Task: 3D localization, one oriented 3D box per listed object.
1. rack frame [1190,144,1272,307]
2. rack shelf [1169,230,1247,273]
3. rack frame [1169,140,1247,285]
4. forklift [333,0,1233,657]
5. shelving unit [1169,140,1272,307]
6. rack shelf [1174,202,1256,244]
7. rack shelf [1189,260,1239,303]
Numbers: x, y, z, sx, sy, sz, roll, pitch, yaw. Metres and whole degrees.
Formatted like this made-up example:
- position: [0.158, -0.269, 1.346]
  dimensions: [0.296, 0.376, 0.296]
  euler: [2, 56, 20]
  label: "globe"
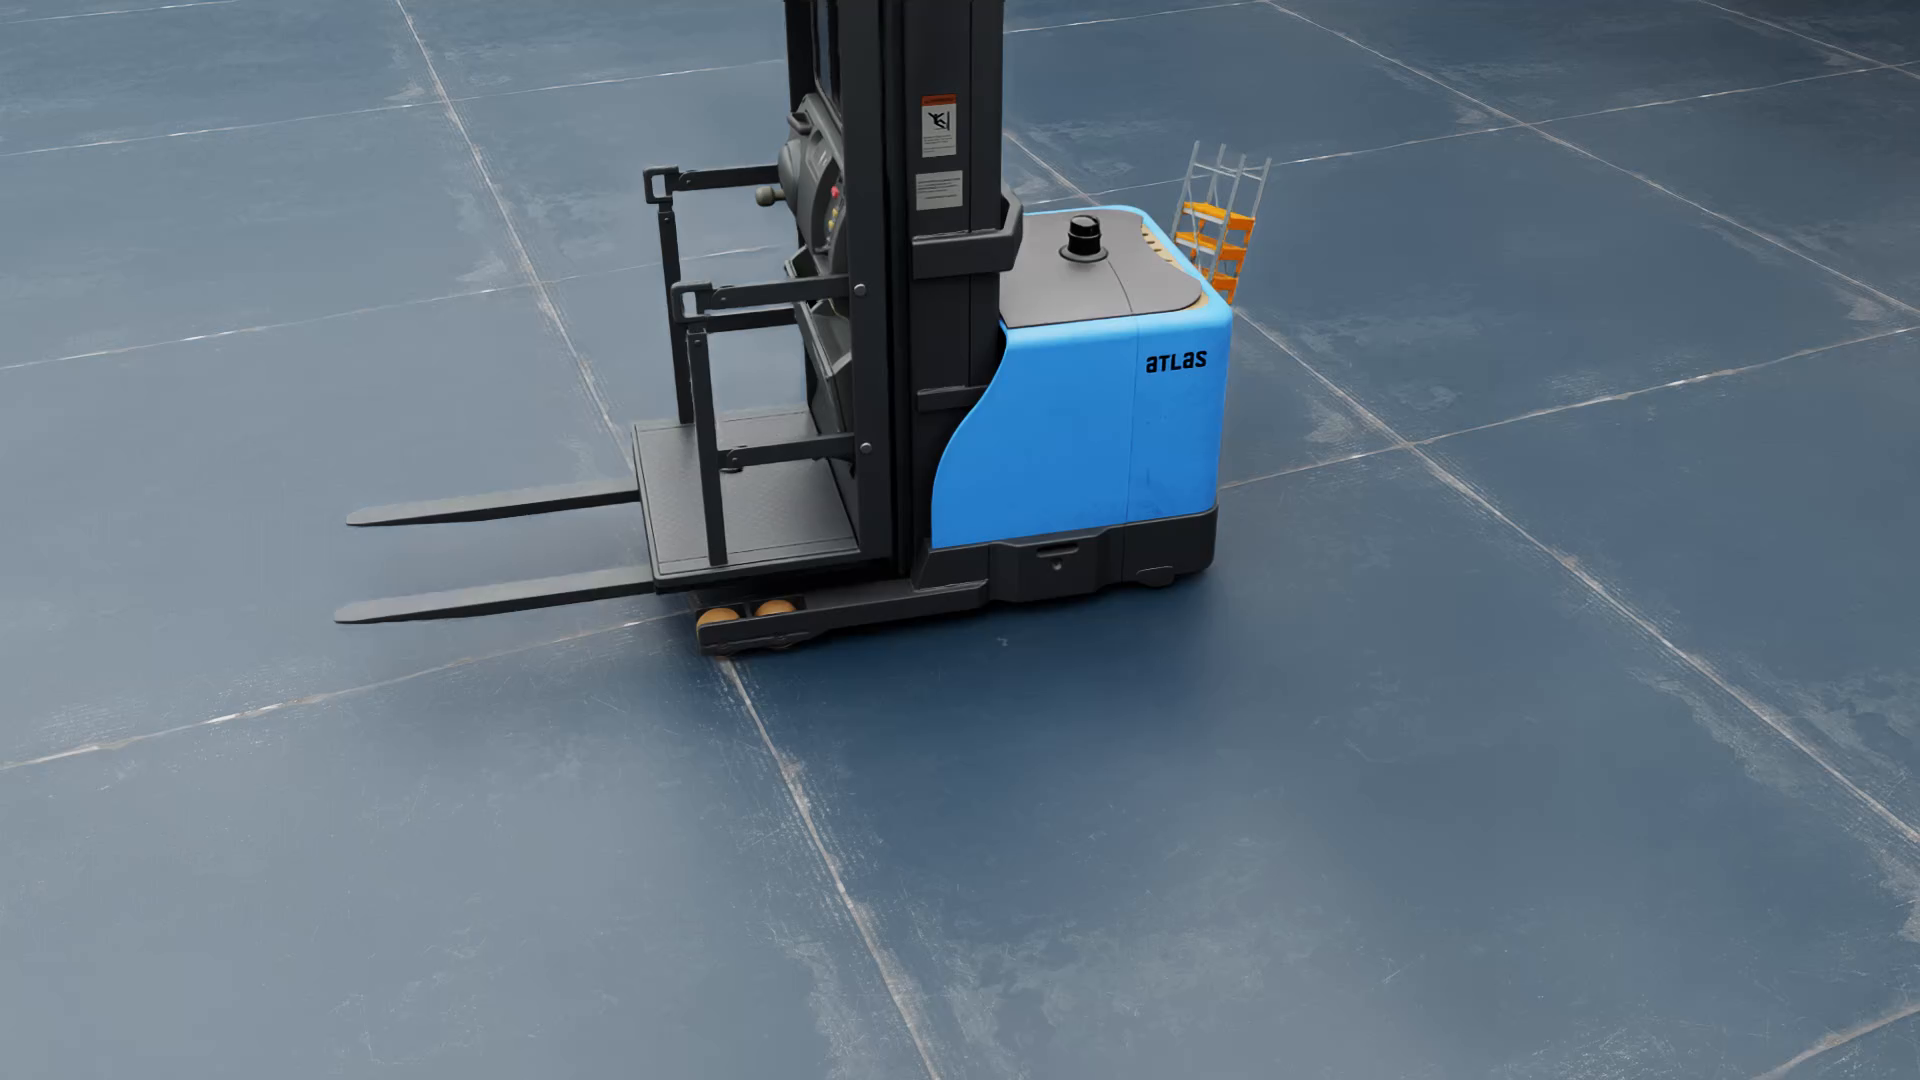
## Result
- position: [0.988, -0.967, 6.688]
  dimensions: [0.240, 1.200, 0.006]
  euler: [28, 24, 36]
  label: "rack frame"
- position: [0.970, -1.137, 6.556]
  dimensions: [0.258, 0.103, 0.180]
  euler: [28, 24, 36]
  label: "rack shelf"
- position: [0.866, -0.948, 6.553]
  dimensions: [0.240, 1.200, 0.006]
  euler: [28, 24, 36]
  label: "rack frame"
- position: [-0.656, -1.149, 5.328]
  dimensions: [3.031, 2.935, 1.130]
  euler: [-8, 34, -12]
  label: "forklift"
- position: [0.927, -0.958, 6.621]
  dimensions: [0.258, 1.200, 0.189]
  euler: [28, 24, 36]
  label: "shelving unit"
- position: [0.996, -1.248, 6.517]
  dimensions: [0.258, 0.103, 0.180]
  euler: [28, 24, 36]
  label: "rack shelf"
- position: [0.943, -1.027, 6.596]
  dimensions: [0.258, 0.103, 0.180]
  euler: [28, 24, 36]
  label: "rack shelf"
